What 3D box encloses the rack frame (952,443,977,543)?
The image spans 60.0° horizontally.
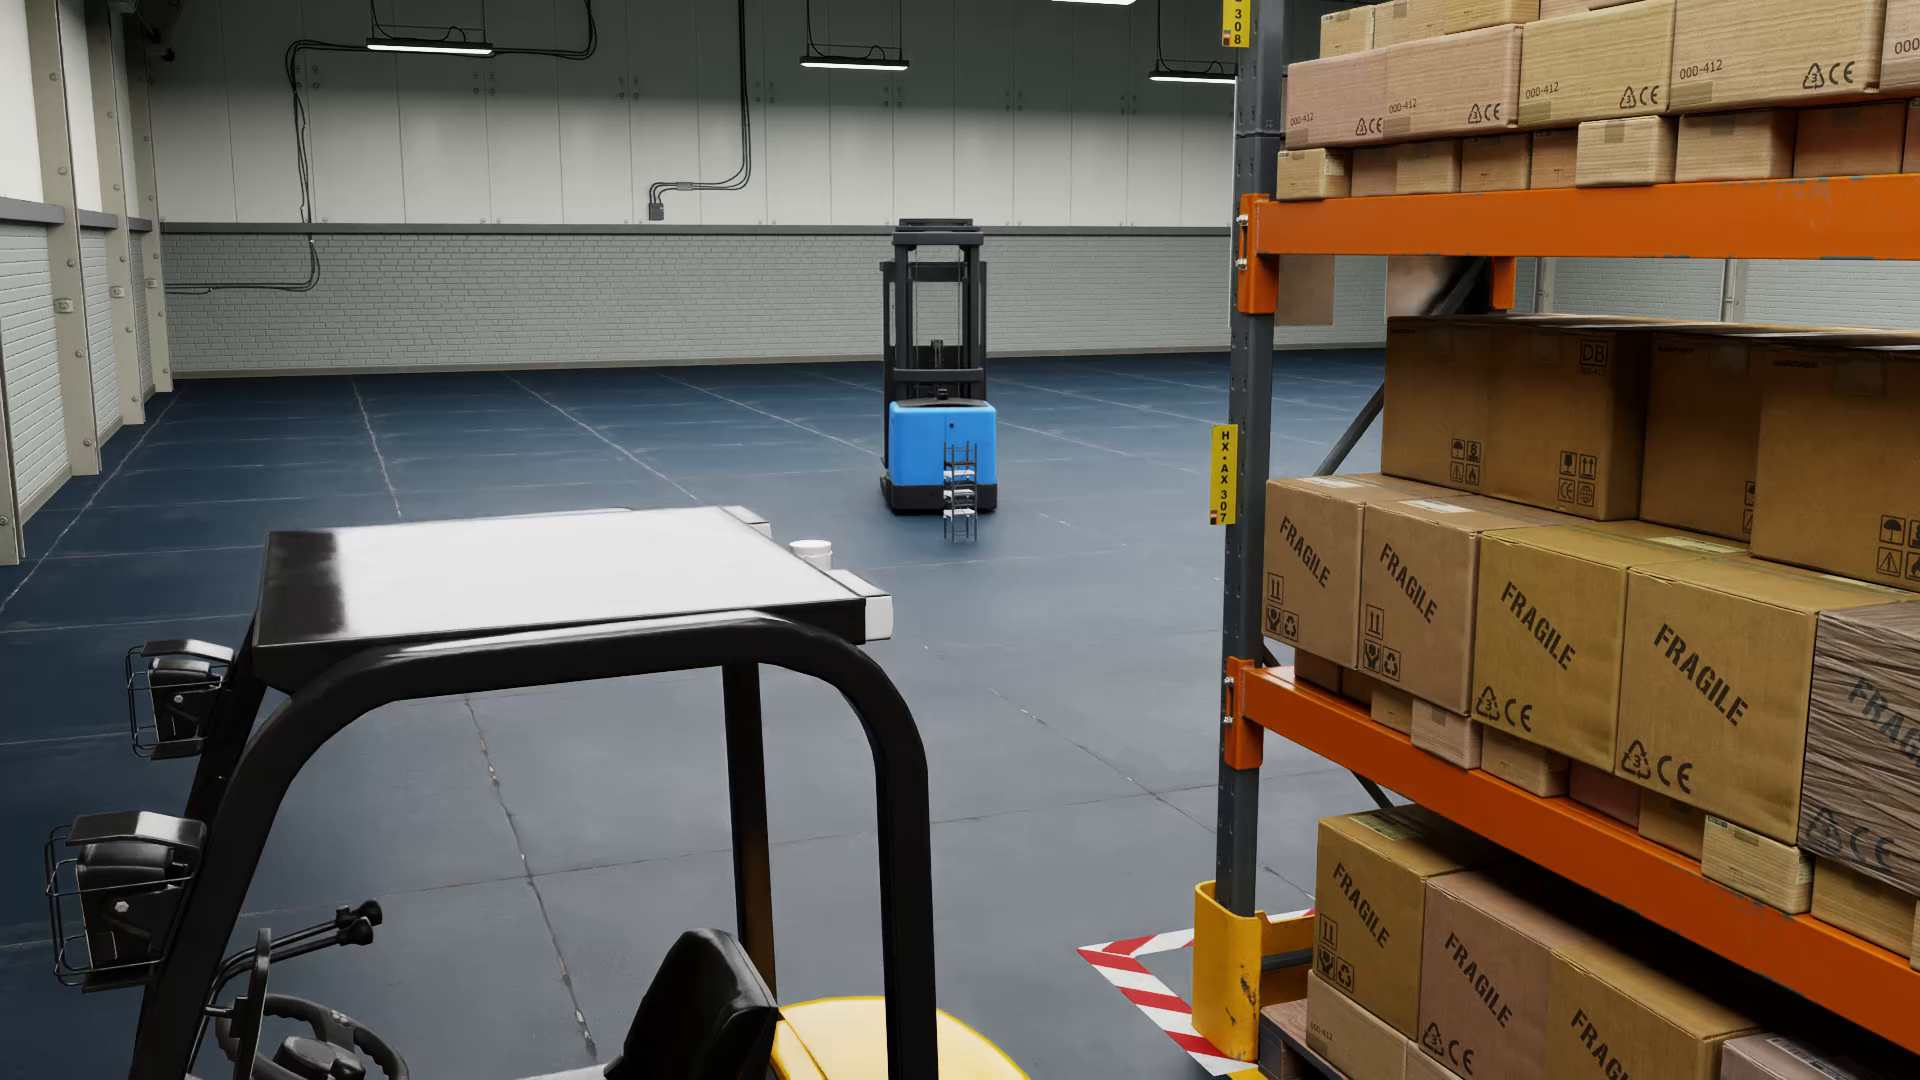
[{"bbox_3d":[0.040,-0.425,15.070,0.240,0.900,0.006,-4,11,-21],"label":"rack frame"}]

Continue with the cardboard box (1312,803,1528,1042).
[{"bbox_3d":[1.409,1.111,4.950,0.500,0.500,0.500,-4,11,-23],"label":"cardboard box"}]

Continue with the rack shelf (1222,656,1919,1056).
[{"bbox_3d":[2.090,0.861,3.899,1.077,0.370,4.000,-4,11,-21],"label":"rack shelf"}]

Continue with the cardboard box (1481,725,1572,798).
[{"bbox_3d":[1.595,0.546,4.334,0.380,0.149,0.250,-4,11,-19],"label":"cardboard box"}]

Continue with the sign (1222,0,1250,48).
[{"bbox_3d":[0.860,-1.692,5.139,0.100,0.325,0.005,-4,11,-21],"label":"sign"}]

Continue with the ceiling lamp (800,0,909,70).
[{"bbox_3d":[-2.004,-10.197,30.214,2.000,3.185,0.800,-4,11,-21],"label":"ceiling lamp"}]

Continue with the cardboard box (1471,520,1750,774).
[{"bbox_3d":[1.655,0.247,4.162,0.500,0.500,0.500,-4,11,-22],"label":"cardboard box"}]

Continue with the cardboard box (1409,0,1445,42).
[{"bbox_3d":[1.444,-1.410,4.485,0.380,0.149,0.250,-4,11,-21],"label":"cardboard box"}]

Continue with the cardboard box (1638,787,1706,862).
[{"bbox_3d":[1.815,0.630,3.861,0.380,0.149,0.250,-4,11,-22],"label":"cardboard box"}]

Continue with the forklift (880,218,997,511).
[{"bbox_3d":[-0.289,-1.948,17.831,1.130,2.935,3.031,-1,10,-6],"label":"forklift"}]

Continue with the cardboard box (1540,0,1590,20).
[{"bbox_3d":[1.644,-1.330,4.035,0.380,0.149,0.250,-4,11,-21],"label":"cardboard box"}]

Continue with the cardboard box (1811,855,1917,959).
[{"bbox_3d":[1.978,0.714,3.386,0.380,0.149,0.250,-4,11,-22],"label":"cardboard box"}]

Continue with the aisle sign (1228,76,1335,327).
[{"bbox_3d":[1.054,-1.090,5.390,0.394,0.787,0.004,-4,11,-21],"label":"aisle sign"}]

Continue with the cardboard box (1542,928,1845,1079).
[{"bbox_3d":[1.777,1.279,4.008,0.500,0.500,0.500,-4,11,-20],"label":"cardboard box"}]

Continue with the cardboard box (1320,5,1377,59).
[{"bbox_3d":[1.304,-1.495,4.962,0.380,0.149,0.250,-4,11,-21],"label":"cardboard box"}]

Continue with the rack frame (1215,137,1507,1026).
[{"bbox_3d":[1.366,0.180,5.672,1.000,3.000,0.127,-4,11,-21],"label":"rack frame"}]

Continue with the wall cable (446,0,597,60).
[{"bbox_3d":[-9.148,-11.314,34.616,3.097,2.526,0.112,-4,11,-21],"label":"wall cable"}]

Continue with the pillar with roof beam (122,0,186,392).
[{"bbox_3d":[-10.706,-7.457,31.476,9.100,9.000,0.548,-4,11,-21],"label":"pillar with roof beam"}]

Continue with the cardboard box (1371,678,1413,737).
[{"bbox_3d":[1.421,0.461,4.809,0.380,0.149,0.250,-4,11,-23],"label":"cardboard box"}]

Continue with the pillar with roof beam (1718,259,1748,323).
[{"bbox_3d":[12.802,-7.930,34.137,9.100,9.000,0.548,-4,11,-21],"label":"pillar with roof beam"}]

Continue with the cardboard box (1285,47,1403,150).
[{"bbox_3d":[1.299,-1.270,4.840,0.500,0.250,0.500,-4,11,-22],"label":"cardboard box"}]

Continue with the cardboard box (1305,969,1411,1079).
[{"bbox_3d":[1.400,1.476,5.037,0.500,0.250,0.500,-4,11,-21],"label":"cardboard box"}]

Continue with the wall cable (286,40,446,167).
[{"bbox_3d":[-12.032,-8.878,33.910,3.097,2.526,0.112,-4,11,-21],"label":"wall cable"}]

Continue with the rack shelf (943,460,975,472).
[{"bbox_3d":[0.003,-0.675,15.122,0.258,0.077,0.200,-4,11,-21],"label":"rack shelf"}]

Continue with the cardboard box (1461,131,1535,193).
[{"bbox_3d":[1.538,-0.977,4.328,0.380,0.149,0.250,-4,11,-21],"label":"cardboard box"}]

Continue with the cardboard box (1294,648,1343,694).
[{"bbox_3d":[1.296,0.372,5.308,0.380,0.149,0.250,-4,11,-21],"label":"cardboard box"}]

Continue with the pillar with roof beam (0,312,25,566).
[{"bbox_3d":[-4.183,-4.519,14.959,9.100,9.000,0.400,-4,11,-21],"label":"pillar with roof beam"}]

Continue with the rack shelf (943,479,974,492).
[{"bbox_3d":[0.003,-0.498,15.154,0.258,0.077,0.200,-4,11,-21],"label":"rack shelf"}]

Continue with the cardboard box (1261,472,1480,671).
[{"bbox_3d":[1.279,0.079,5.103,0.500,0.500,0.500,-4,11,-22],"label":"cardboard box"}]

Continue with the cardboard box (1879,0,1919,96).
[{"bbox_3d":[2.049,-0.938,2.971,0.500,0.250,0.500,-4,11,-22],"label":"cardboard box"}]

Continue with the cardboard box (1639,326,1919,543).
[{"bbox_3d":[2.211,-0.278,4.260,0.700,0.500,0.500,-4,11,-22],"label":"cardboard box"}]

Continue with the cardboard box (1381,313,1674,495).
[{"bbox_3d":[1.754,-0.438,5.158,0.700,0.500,0.500,-4,11,-22],"label":"cardboard box"}]

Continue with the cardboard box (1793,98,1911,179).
[{"bbox_3d":[1.945,-0.811,3.394,0.380,0.149,0.250,-4,11,-21],"label":"cardboard box"}]

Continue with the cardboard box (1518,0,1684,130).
[{"bbox_3d":[1.683,-1.105,3.909,0.500,0.250,0.500,-4,11,-19],"label":"cardboard box"}]

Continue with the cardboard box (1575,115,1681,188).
[{"bbox_3d":[1.655,-0.888,3.827,0.380,0.149,0.250,-4,11,-20],"label":"cardboard box"}]

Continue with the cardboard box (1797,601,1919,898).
[{"bbox_3d":[2.037,0.413,3.230,0.500,0.500,0.500,-4,11,-19],"label":"cardboard box"}]

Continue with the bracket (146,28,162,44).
[{"bbox_3d":[-14.237,-8.911,29.371,0.235,0.232,0.430,-4,11,-21],"label":"bracket"}]

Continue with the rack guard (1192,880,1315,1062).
[{"bbox_3d":[1.393,1.423,5.821,1.175,0.500,0.348,-4,11,-21],"label":"rack guard"}]

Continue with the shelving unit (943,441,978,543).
[{"bbox_3d":[0.003,-0.442,15.164,0.258,0.900,0.210,-4,11,-21],"label":"shelving unit"}]

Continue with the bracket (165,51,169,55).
[{"bbox_3d":[-15.183,-9.337,31.765,0.076,0.066,3.189,-4,11,-21],"label":"bracket"}]

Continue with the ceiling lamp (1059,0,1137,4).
[{"bbox_3d":[1.298,-8.710,21.855,2.000,3.185,0.800,-4,11,-21],"label":"ceiling lamp"}]

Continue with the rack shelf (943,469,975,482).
[{"bbox_3d":[0.003,-0.586,15.138,0.258,0.077,0.200,-4,11,-21],"label":"rack shelf"}]

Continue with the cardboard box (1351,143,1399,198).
[{"bbox_3d":[1.362,-1.061,4.802,0.380,0.149,0.250,-4,11,-23],"label":"cardboard box"}]
